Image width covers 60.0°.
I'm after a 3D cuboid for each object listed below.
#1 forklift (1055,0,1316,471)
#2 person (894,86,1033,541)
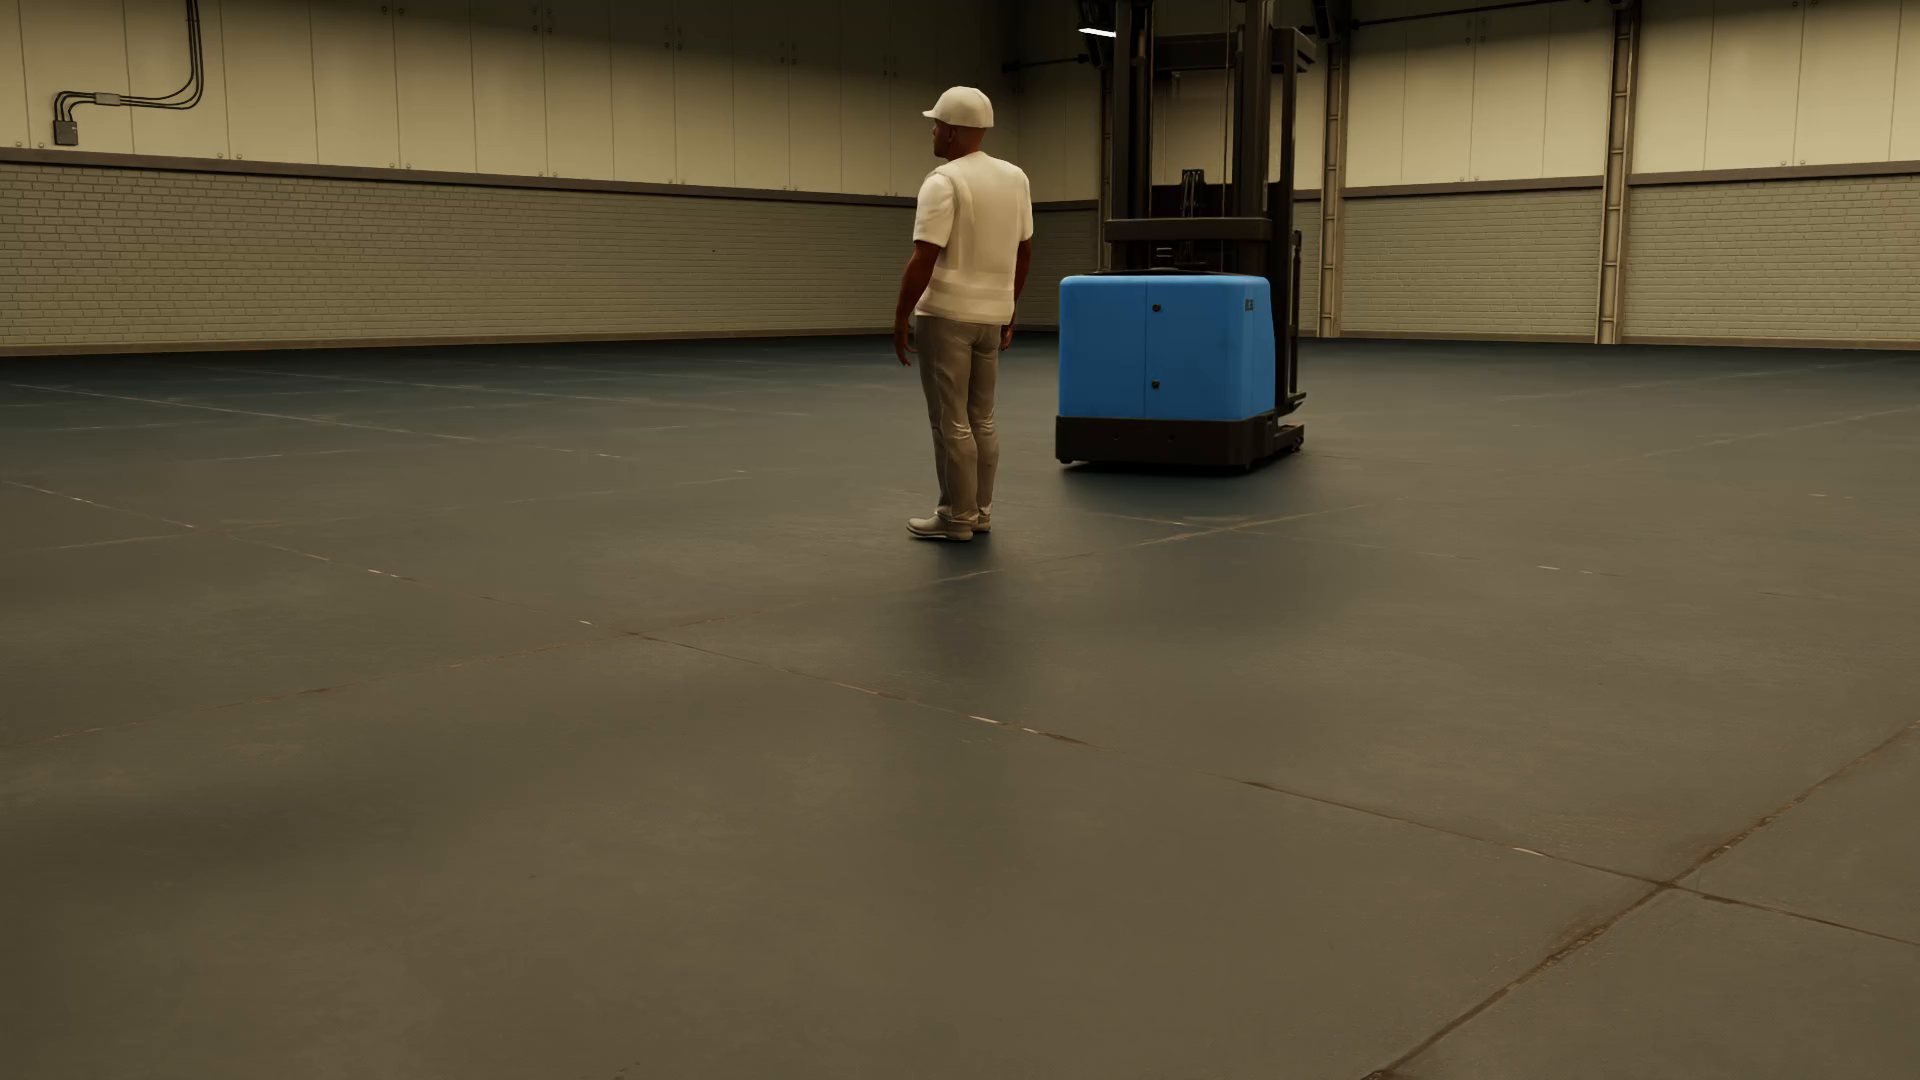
[{"bbox_3d":[1.533,-2.005,10.190,1.130,2.935,3.031,3,9,21],"label":"forklift"},{"bbox_3d":[-0.047,-0.888,6.637,0.575,1.768,0.665,8,12,43],"label":"person"}]
